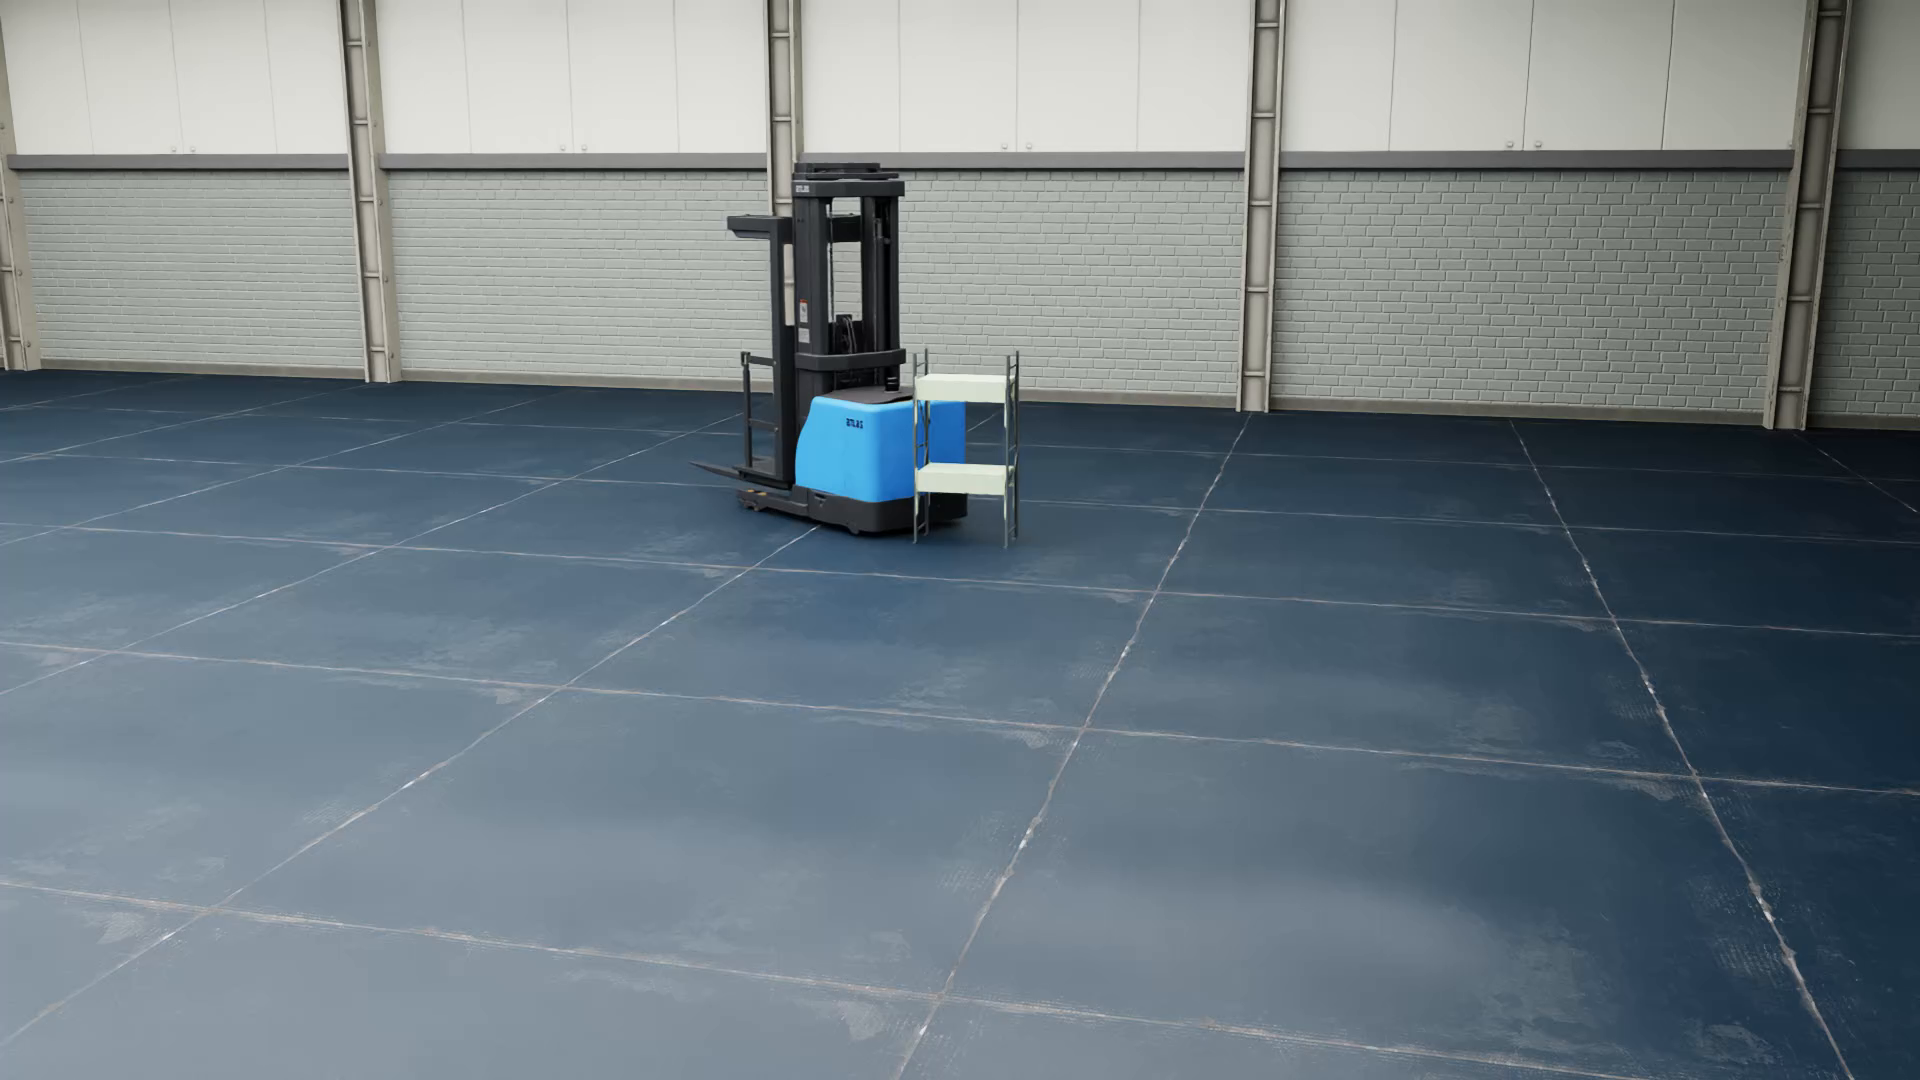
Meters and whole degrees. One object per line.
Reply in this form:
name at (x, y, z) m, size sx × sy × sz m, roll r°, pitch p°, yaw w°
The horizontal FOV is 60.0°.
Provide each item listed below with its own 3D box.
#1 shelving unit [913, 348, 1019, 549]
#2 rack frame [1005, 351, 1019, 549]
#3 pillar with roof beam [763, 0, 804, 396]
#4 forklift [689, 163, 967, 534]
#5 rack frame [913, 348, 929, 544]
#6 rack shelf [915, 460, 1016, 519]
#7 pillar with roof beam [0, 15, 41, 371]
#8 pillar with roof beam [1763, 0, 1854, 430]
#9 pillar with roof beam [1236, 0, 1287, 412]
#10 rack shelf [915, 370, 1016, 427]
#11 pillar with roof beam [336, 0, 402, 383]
shelving unit at (0.050, -0.722, 13.025) m, size 0.755 × 1.500 × 0.431 m, roll 3°, pitch 13°, yaw 13°
rack frame at (0.406, -0.704, 12.943) m, size 0.023 × 1.500 × 0.400 m, roll 3°, pitch 13°, yaw 13°
pillar with roof beam at (-3.255, -5.397, 16.782) m, size 0.400 × 9.000 × 9.100 m, roll 3°, pitch 13°, yaw 14°
forklift at (-1.281, -1.737, 14.294) m, size 1.130 × 2.935 × 3.031 m, roll -11°, pitch 16°, yaw -39°
rack frame at (-0.306, -0.740, 13.108) m, size 0.023 × 1.500 × 0.400 m, roll 3°, pitch 13°, yaw 13°
rack shelf at (0.050, -0.404, 13.096) m, size 0.720 × 0.370 × 0.431 m, roll 3°, pitch 13°, yaw 13°
pillar with roof beam at (-14.905, -6.019, 19.589) m, size 0.400 × 9.000 × 9.100 m, roll 3°, pitch 13°, yaw 14°
pillar with roof beam at (8.396, -4.774, 13.975) m, size 0.400 × 9.000 × 9.100 m, roll 3°, pitch 13°, yaw 14°
pillar with roof beam at (2.570, -5.085, 15.379) m, size 0.400 × 9.000 × 9.100 m, roll 3°, pitch 13°, yaw 14°
rack shelf at (0.050, -1.103, 12.941) m, size 0.720 × 0.370 × 0.431 m, roll 3°, pitch 13°, yaw 13°
pillar with roof beam at (-9.080, -5.708, 18.186) m, size 0.400 × 9.000 × 9.100 m, roll 3°, pitch 13°, yaw 14°
